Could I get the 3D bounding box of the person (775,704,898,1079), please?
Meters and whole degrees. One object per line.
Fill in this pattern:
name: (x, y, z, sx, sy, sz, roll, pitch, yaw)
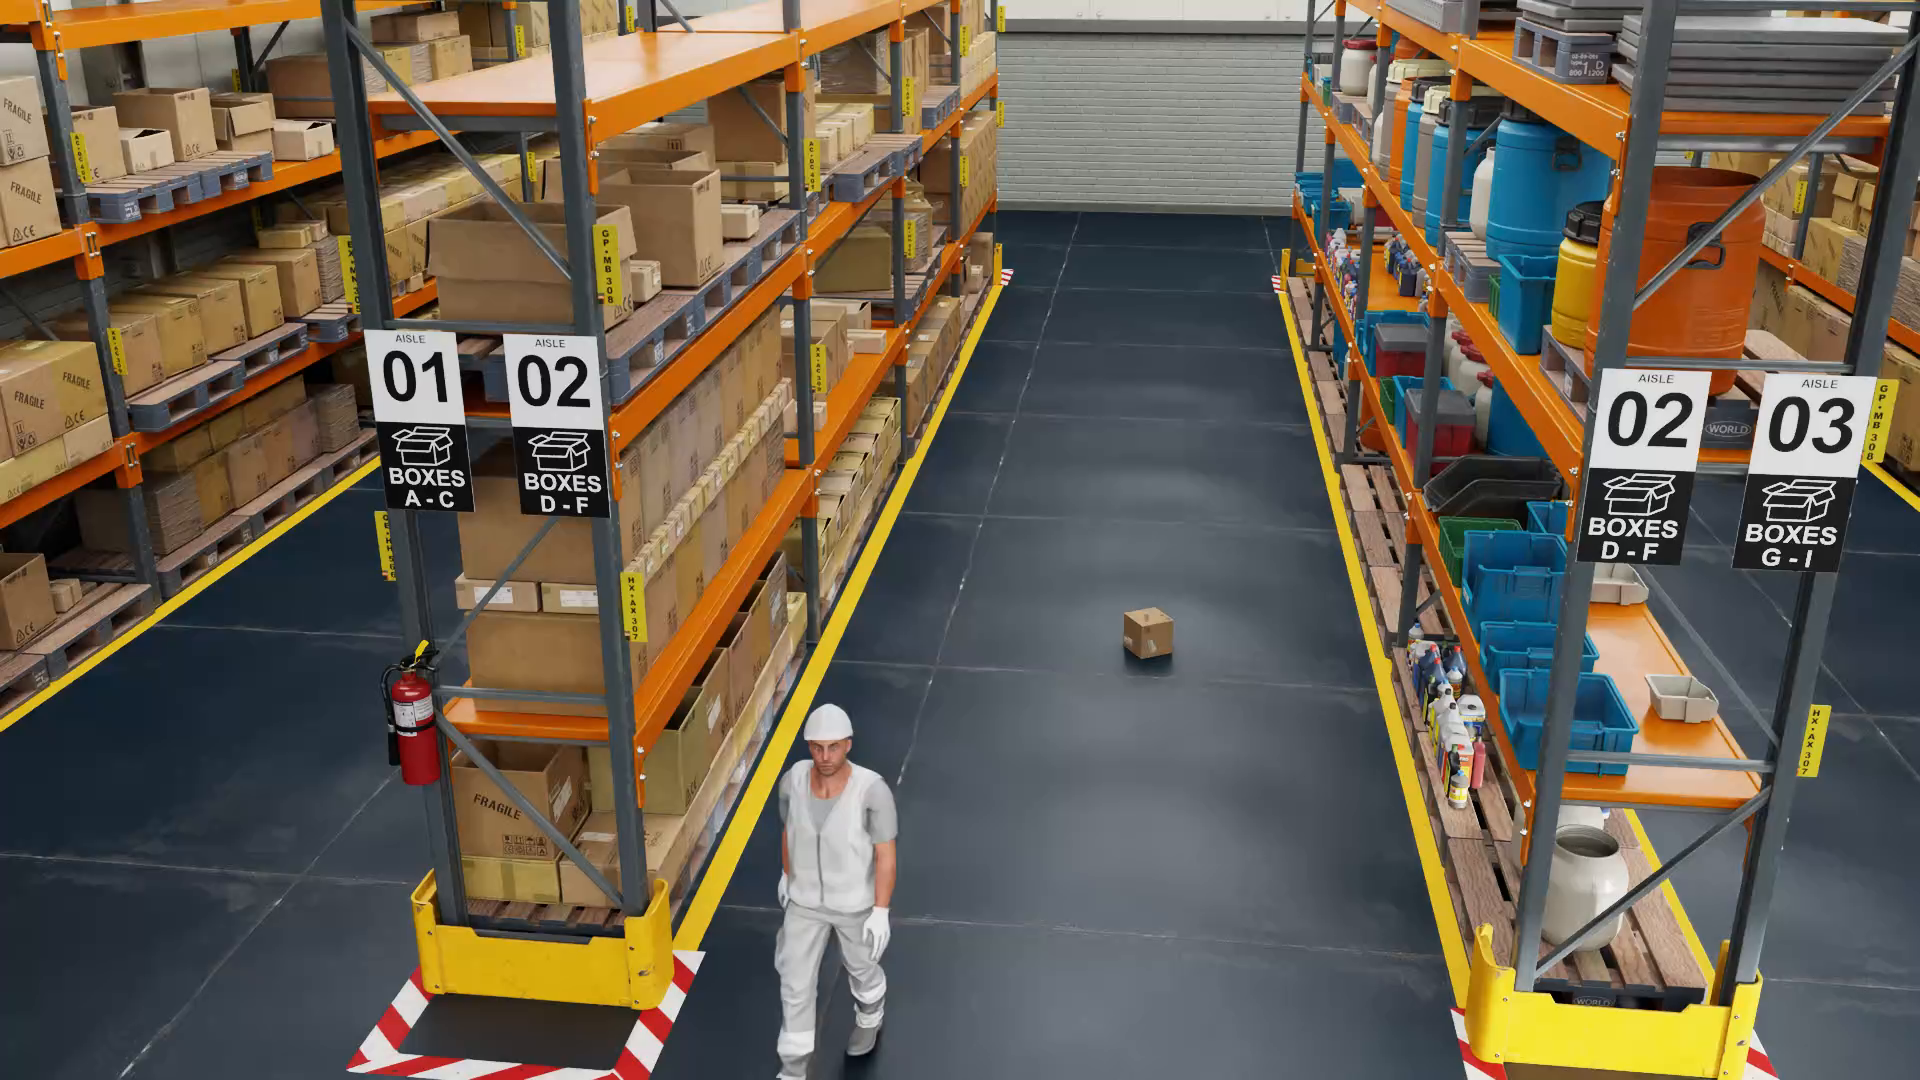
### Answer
person: (-0.564, 1.551, 6.952, 0.592, 1.747, 0.917, 5, 21, 12)
